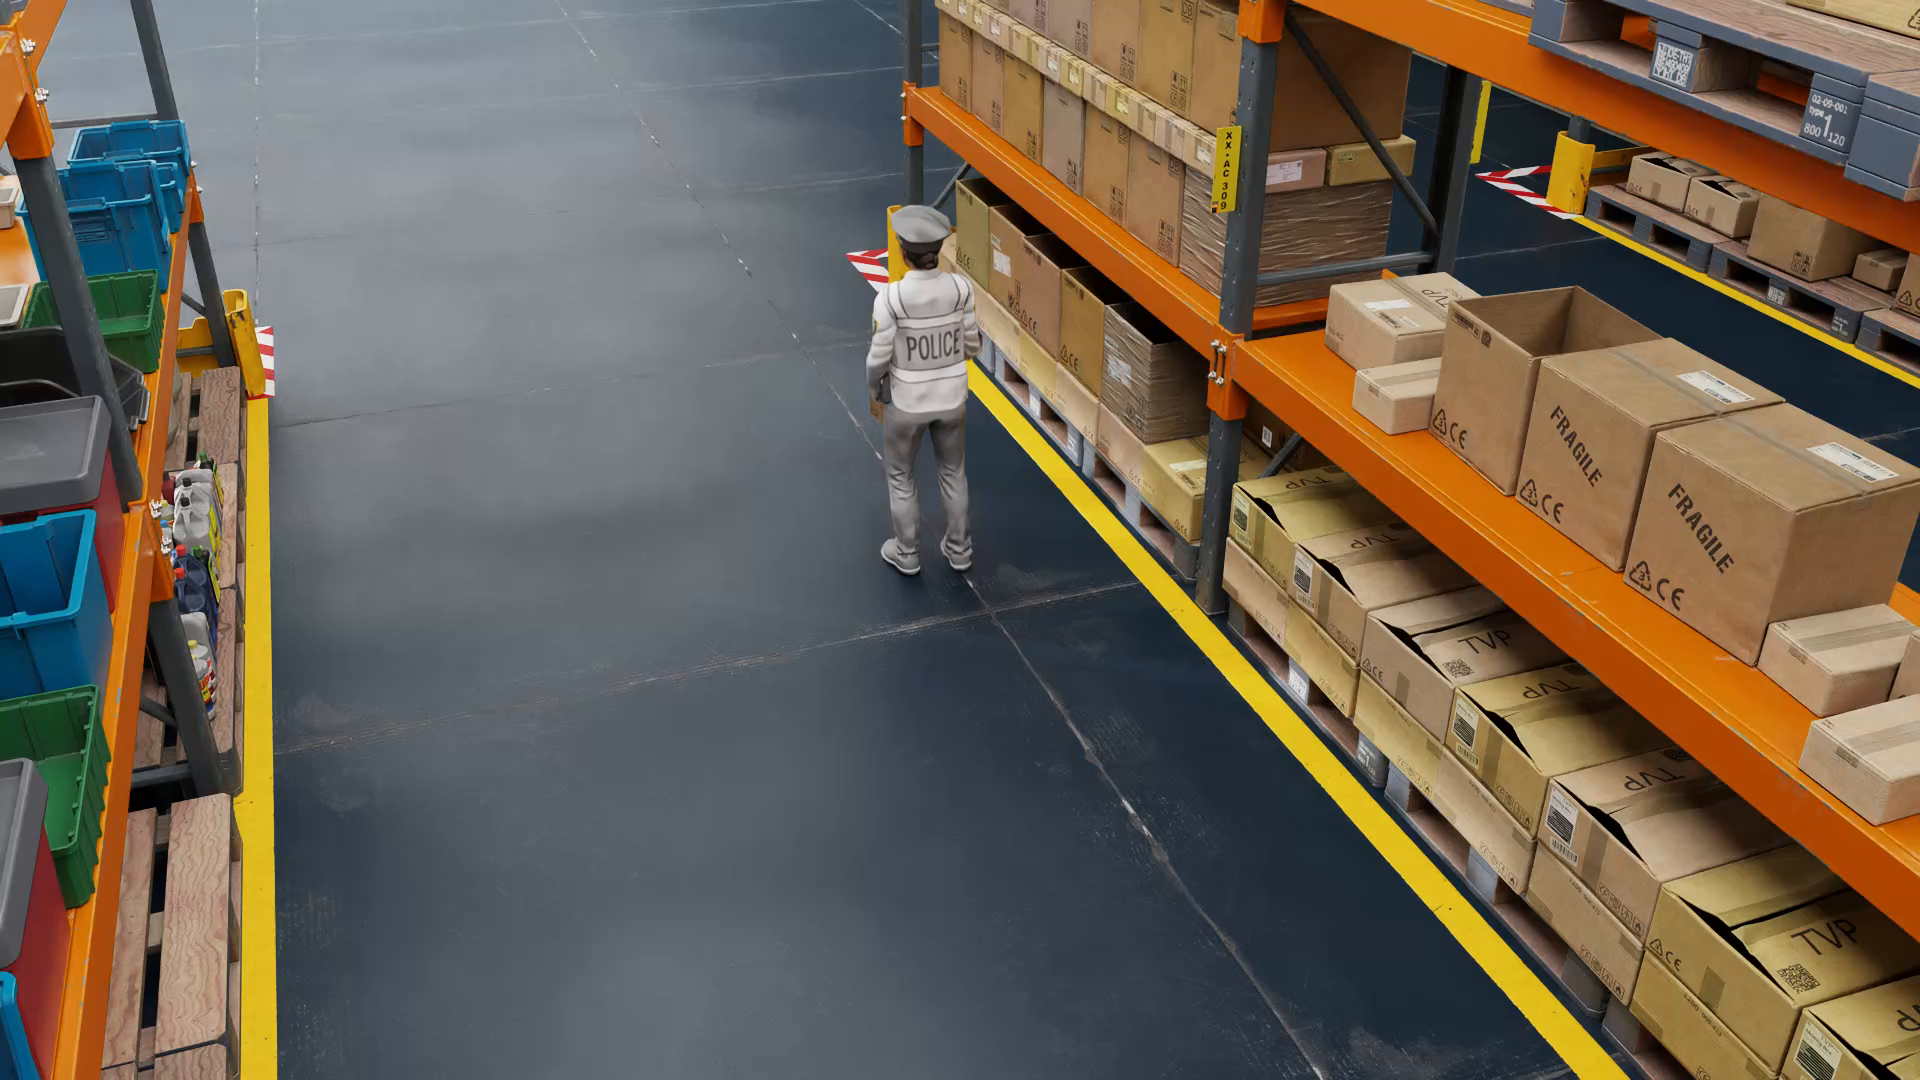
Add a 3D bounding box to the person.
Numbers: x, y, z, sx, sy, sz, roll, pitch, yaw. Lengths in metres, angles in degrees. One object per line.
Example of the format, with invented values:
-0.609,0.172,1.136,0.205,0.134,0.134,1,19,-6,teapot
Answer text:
-0.168,-0.614,7.168,0.500,1.684,0.411,-11,32,-18,person
